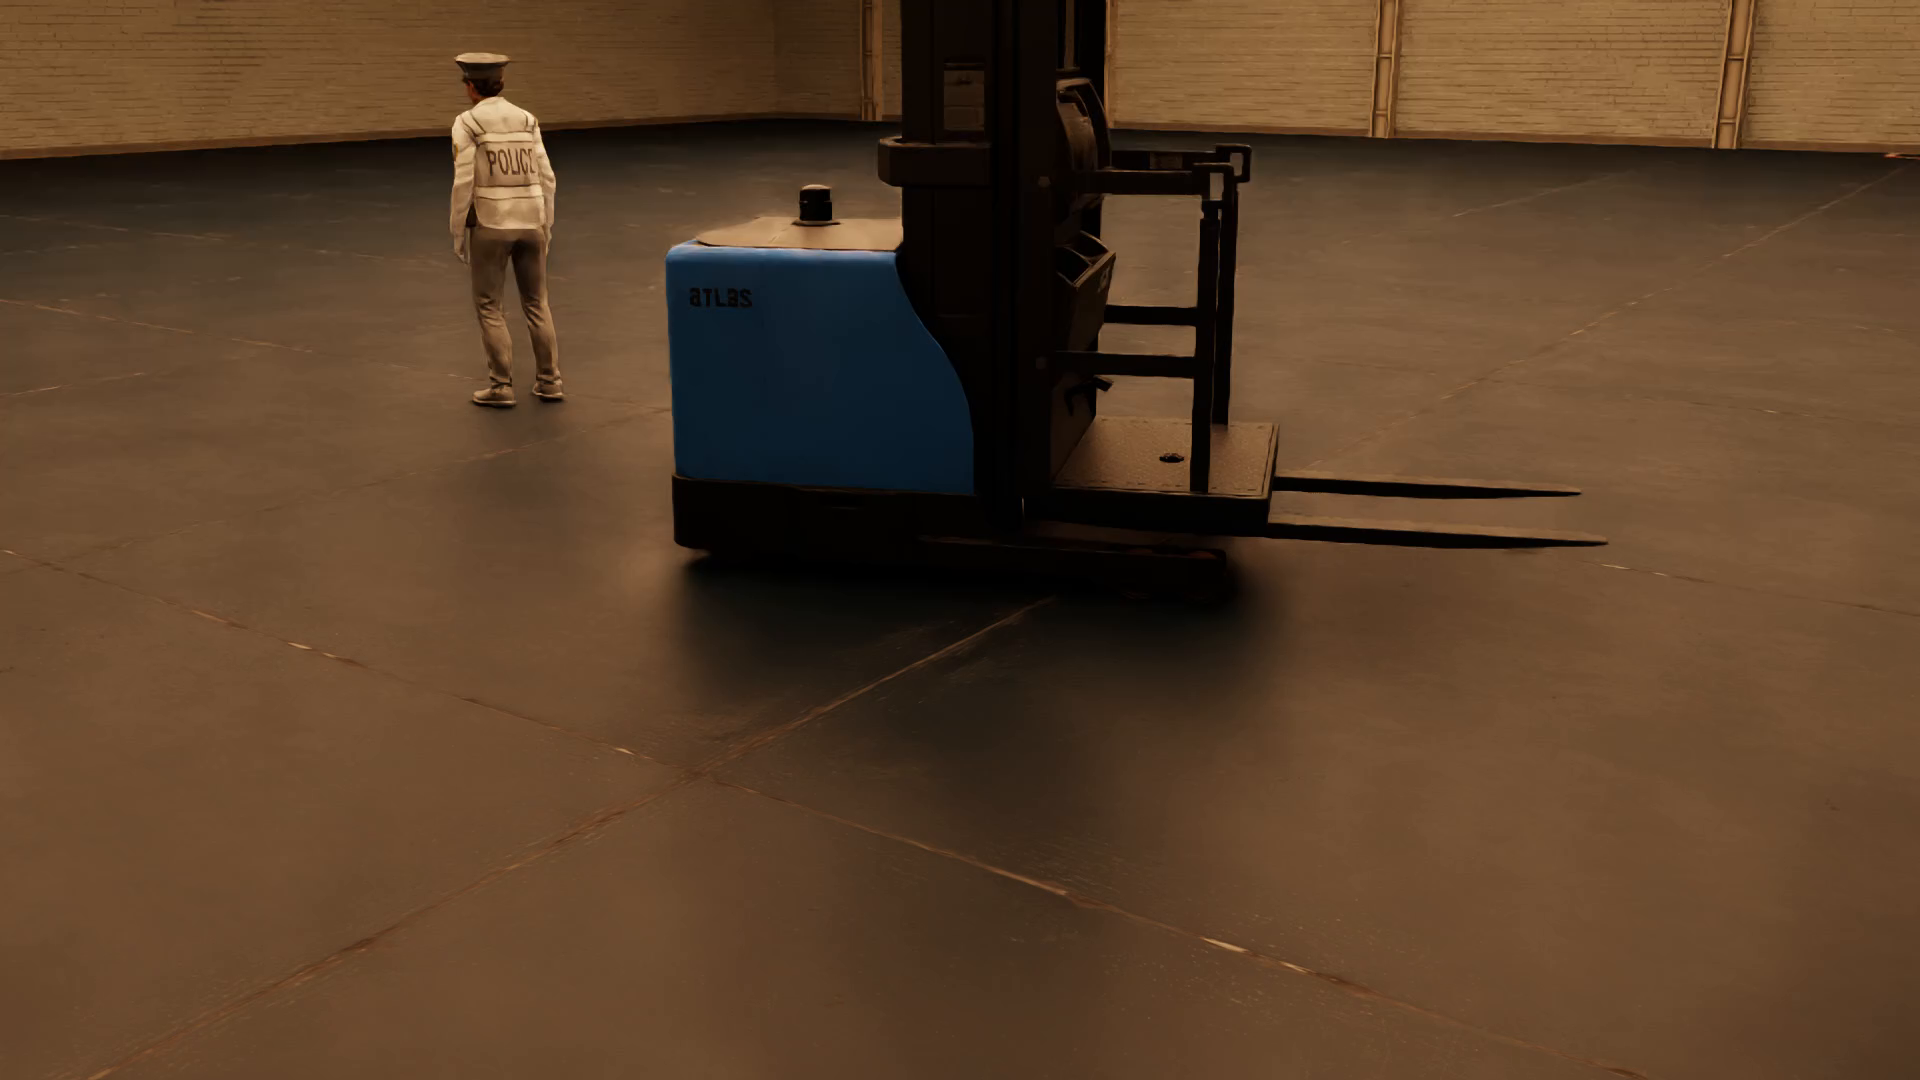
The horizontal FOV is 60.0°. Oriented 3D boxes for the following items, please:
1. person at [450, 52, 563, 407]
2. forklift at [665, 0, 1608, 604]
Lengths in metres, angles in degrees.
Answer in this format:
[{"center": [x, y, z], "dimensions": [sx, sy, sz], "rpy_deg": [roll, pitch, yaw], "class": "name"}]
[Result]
[{"center": [-2.192, -1.479, 7.995], "dimensions": [0.529, 1.664, 0.375], "rpy_deg": [-14, 22, -39], "class": "person"}, {"center": [0.595, -1.367, 5.404], "dimensions": [3.031, 2.935, 1.130], "rpy_deg": [4, 17, 12], "class": "forklift"}]
